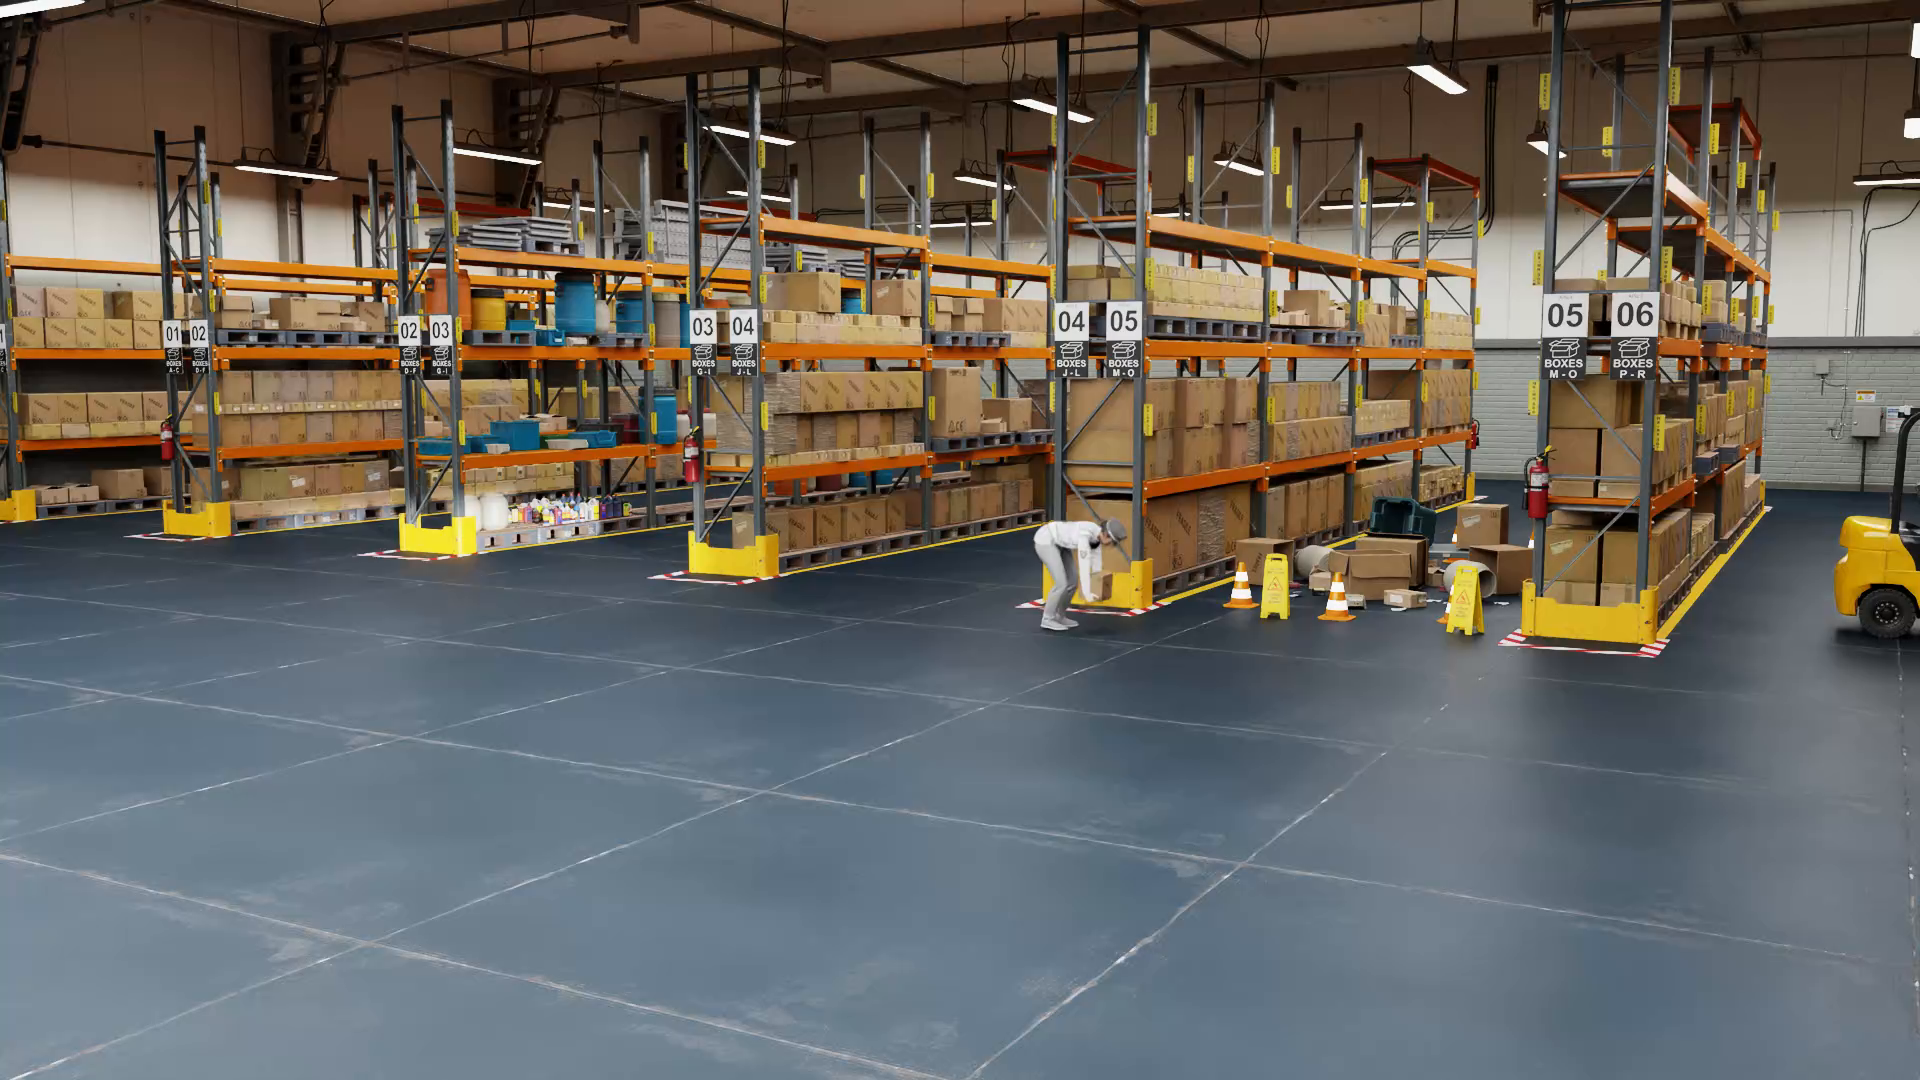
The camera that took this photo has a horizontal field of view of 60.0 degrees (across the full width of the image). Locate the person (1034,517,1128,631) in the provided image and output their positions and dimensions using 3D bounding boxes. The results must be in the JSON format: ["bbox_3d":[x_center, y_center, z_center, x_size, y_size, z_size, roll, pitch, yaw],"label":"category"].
[{"bbox_3d":[1.164,0.319,16.019,0.926,1.108,0.417,3,7,27],"label":"person"}]
